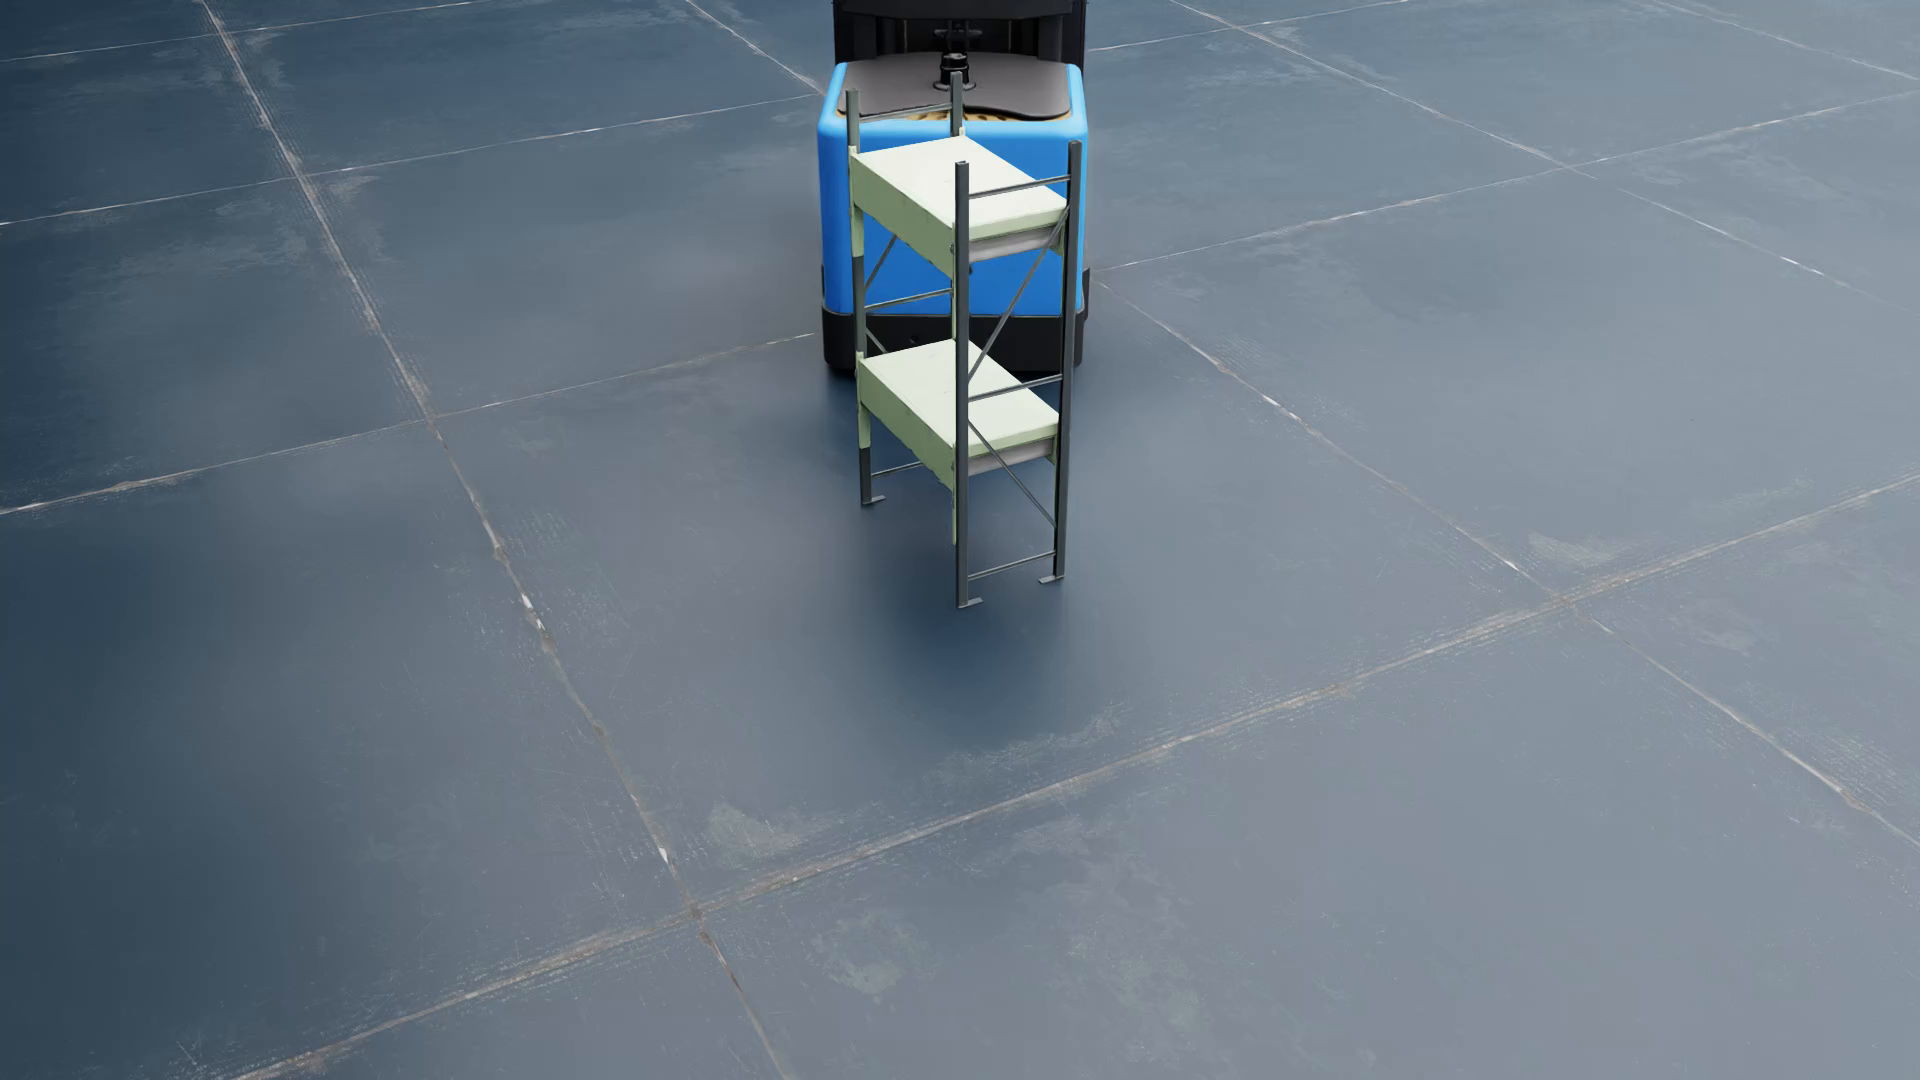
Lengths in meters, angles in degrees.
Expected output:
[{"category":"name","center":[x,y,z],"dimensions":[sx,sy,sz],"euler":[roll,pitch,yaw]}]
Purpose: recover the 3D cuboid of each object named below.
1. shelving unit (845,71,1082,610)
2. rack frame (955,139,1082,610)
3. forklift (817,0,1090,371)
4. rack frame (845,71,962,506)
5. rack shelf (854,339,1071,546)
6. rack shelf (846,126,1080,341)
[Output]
[{"category":"shelving unit","center":[-0.003,-0.635,5.350],"dimensions":[0.431,1.500,0.755],"euler":[-16,36,-23]},{"category":"rack frame","center":[0.168,-0.460,5.078],"dimensions":[0.400,1.500,0.023],"euler":[-16,36,-23]},{"category":"forklift","center":[0.004,-2.671,7.202],"dimensions":[1.130,2.935,3.031],"euler":[1,33,1]},{"category":"rack frame","center":[-0.174,-0.809,5.623],"dimensions":[0.400,1.500,0.023],"euler":[-16,36,-23]},{"category":"rack shelf","center":[-0.003,-0.360,5.526],"dimensions":[0.431,0.370,0.720],"euler":[-16,36,-23]},{"category":"rack shelf","center":[-0.003,-0.963,5.140],"dimensions":[0.431,0.370,0.720],"euler":[-16,36,-23]}]
